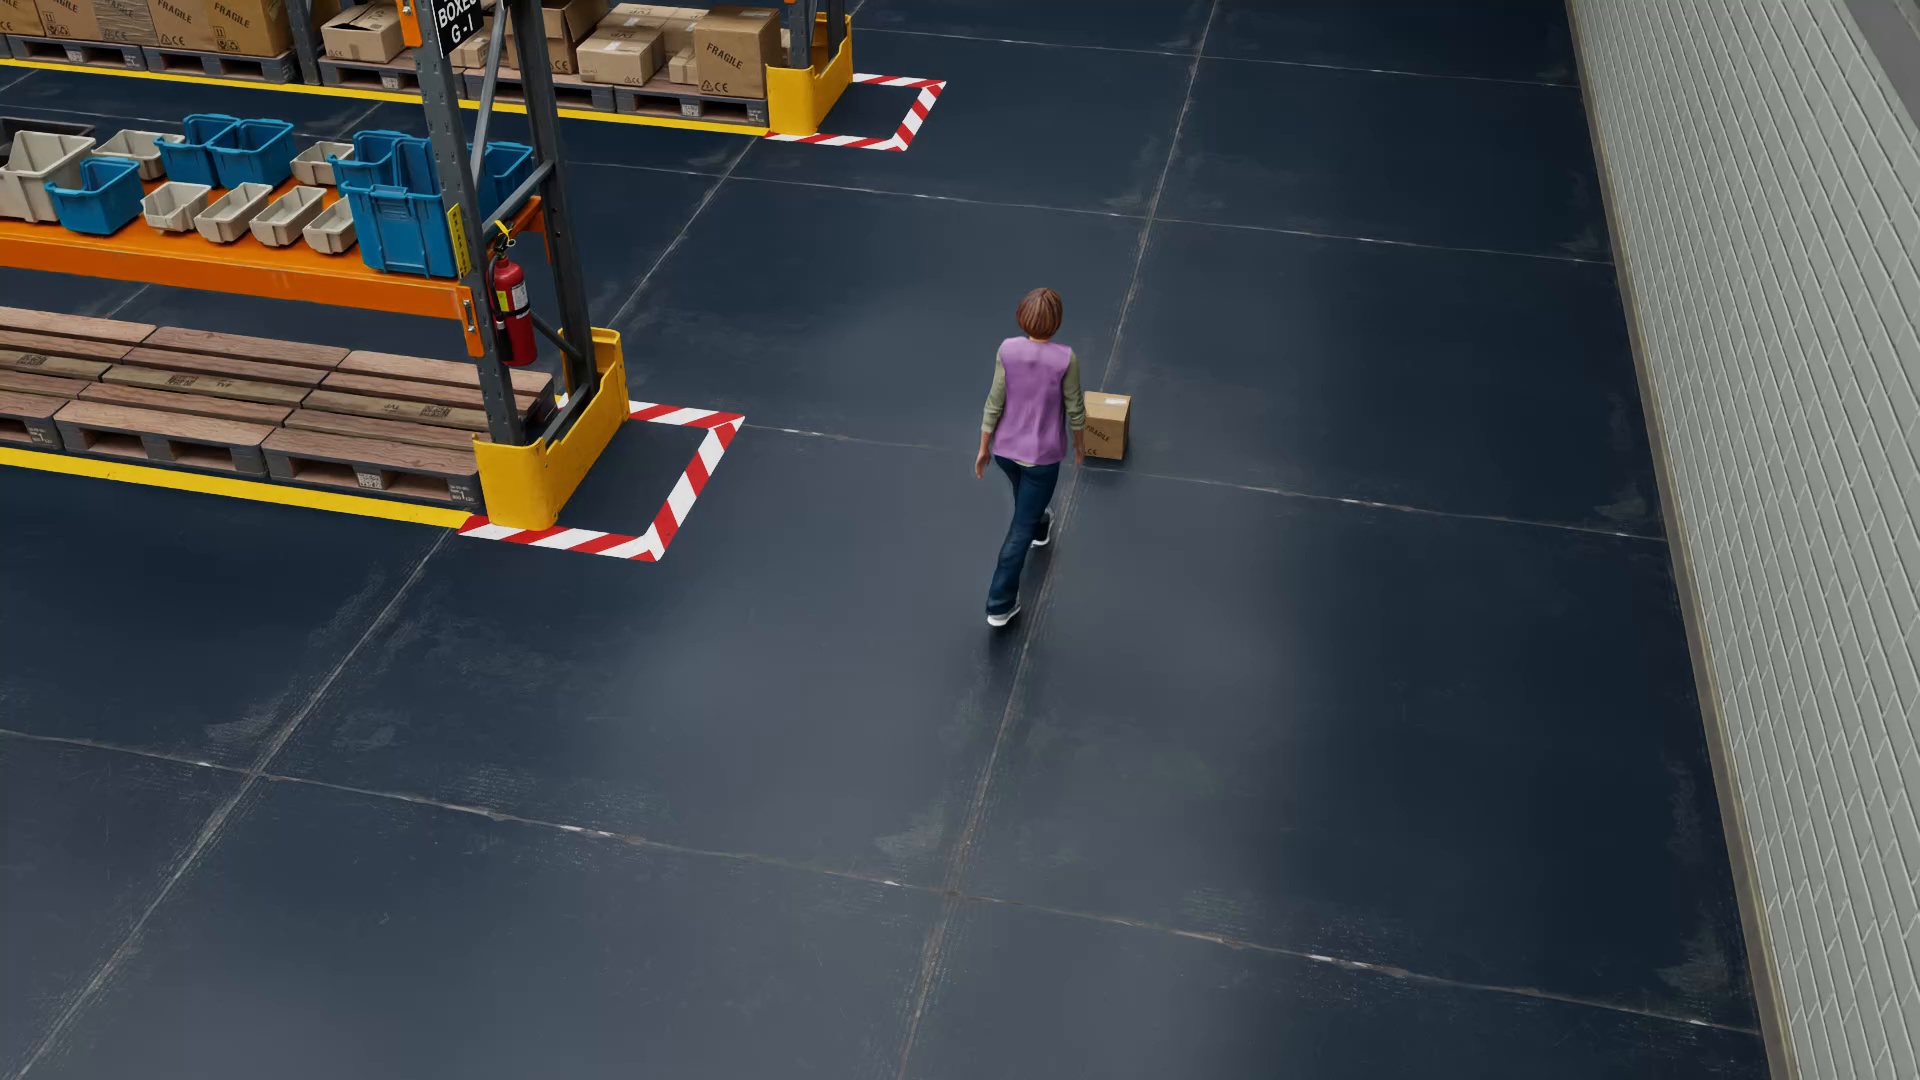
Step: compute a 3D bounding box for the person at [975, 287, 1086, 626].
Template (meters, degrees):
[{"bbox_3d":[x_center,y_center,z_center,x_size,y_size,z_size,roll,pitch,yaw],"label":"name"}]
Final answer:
[{"bbox_3d":[0.347,-0.441,7.547,0.443,1.530,0.954,16,40,20],"label":"person"}]
